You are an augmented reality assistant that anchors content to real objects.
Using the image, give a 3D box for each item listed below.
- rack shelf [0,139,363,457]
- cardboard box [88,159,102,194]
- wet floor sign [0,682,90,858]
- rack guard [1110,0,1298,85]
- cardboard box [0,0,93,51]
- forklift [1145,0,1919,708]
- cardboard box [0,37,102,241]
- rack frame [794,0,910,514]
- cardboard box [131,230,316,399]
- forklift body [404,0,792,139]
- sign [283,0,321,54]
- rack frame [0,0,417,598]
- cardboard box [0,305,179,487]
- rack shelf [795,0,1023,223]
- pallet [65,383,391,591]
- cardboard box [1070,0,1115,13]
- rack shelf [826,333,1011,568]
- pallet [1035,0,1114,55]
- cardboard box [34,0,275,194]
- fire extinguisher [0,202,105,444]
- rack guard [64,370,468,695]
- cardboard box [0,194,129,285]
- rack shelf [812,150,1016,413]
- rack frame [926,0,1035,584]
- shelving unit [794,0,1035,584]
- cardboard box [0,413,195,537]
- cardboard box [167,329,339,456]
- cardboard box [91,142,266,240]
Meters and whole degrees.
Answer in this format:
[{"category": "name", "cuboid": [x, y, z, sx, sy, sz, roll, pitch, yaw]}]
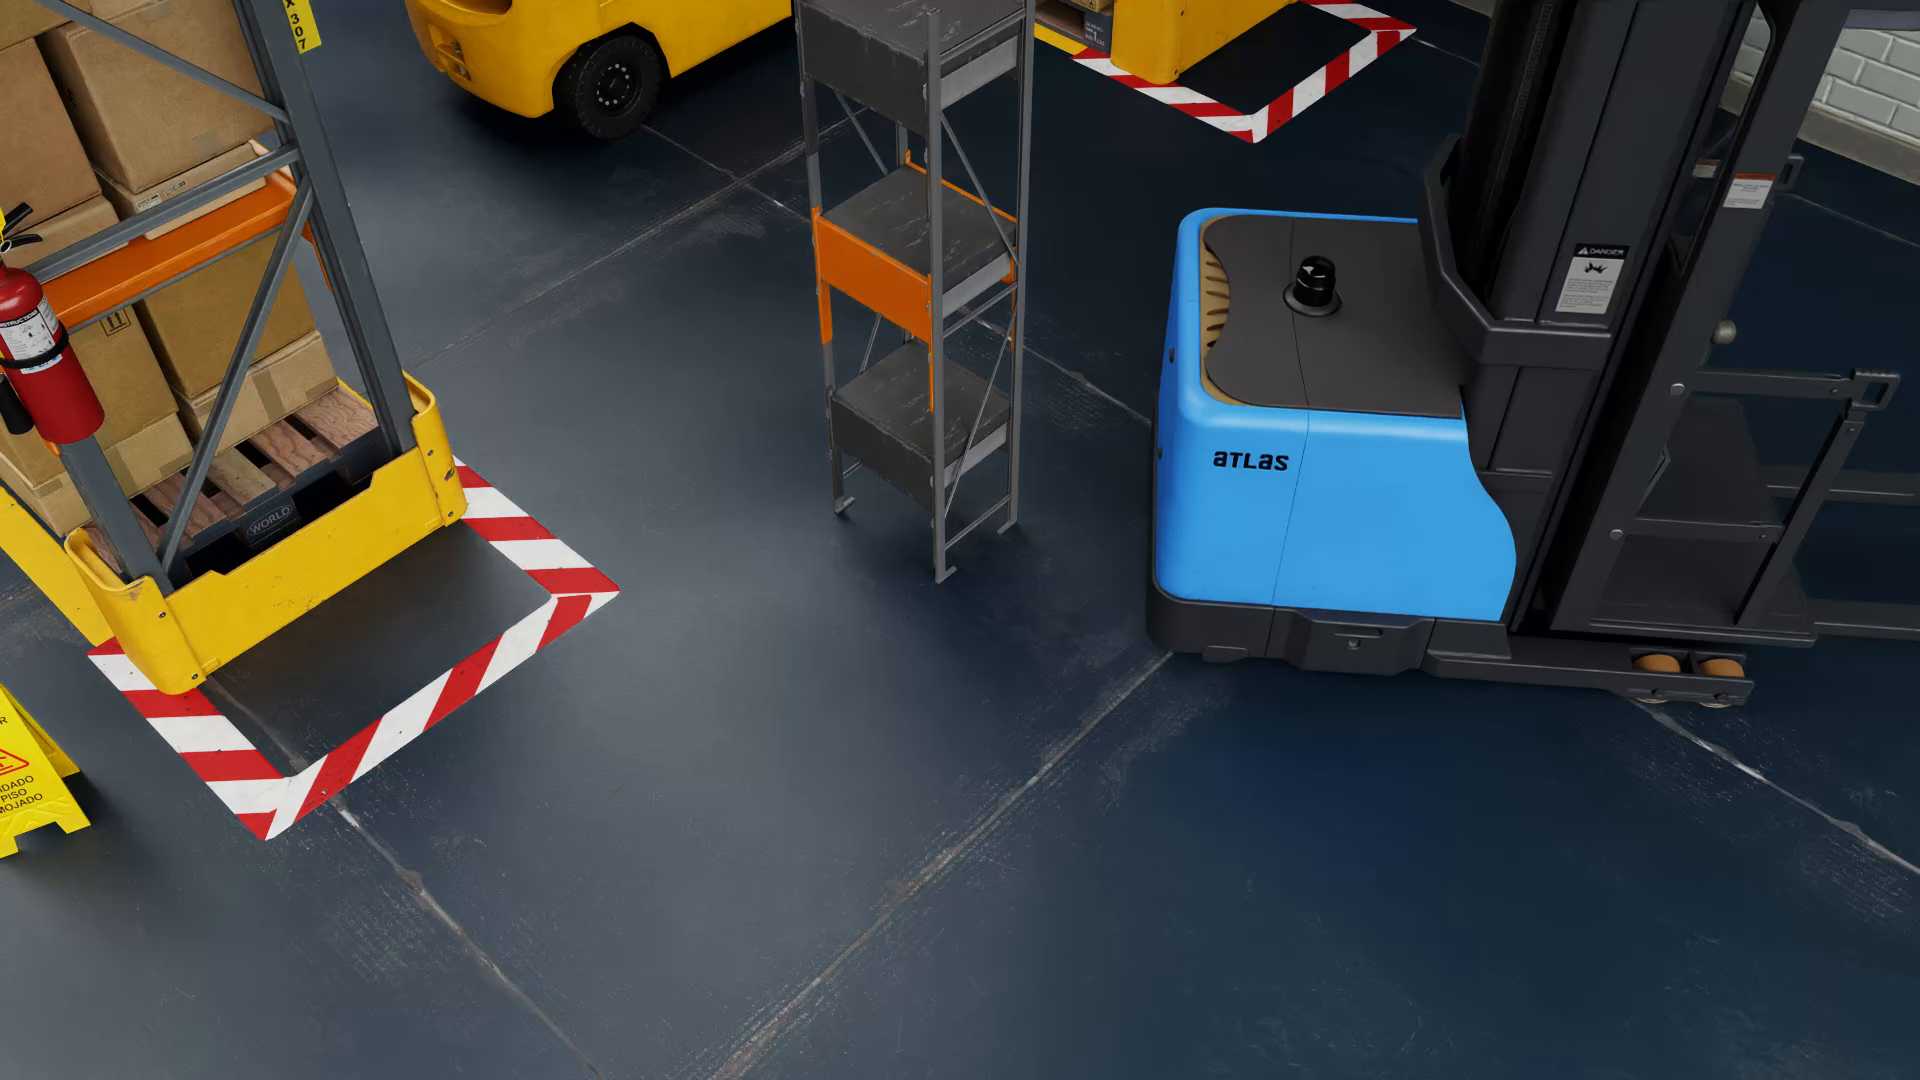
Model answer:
[{"category": "rack shelf", "cuboid": [-3.644, -1.617, 5.704, 4.000, 0.370, 1.077, 34, 55, 28]}, {"category": "cardboard box", "cuboid": [-2.479, -1.184, 4.977, 0.250, 0.149, 0.380, 35, 56, 28]}, {"category": "wet floor sign", "cuboid": [-2.760, 0.599, 4.745, 0.267, 0.644, 0.232, -21, 50, -18]}, {"category": "rack guard", "cuboid": [1.207, -2.668, 7.912, 0.348, 0.500, 1.175, 34, 55, 28]}, {"category": "cardboard box", "cuboid": [-2.698, -1.488, 4.131, 0.500, 0.500, 0.700, 33, 55, 27]}, {"category": "forklift", "cuboid": [2.149, -0.882, 4.568, 3.031, 2.935, 1.130, 4, 47, 4]}, {"category": "cardboard box", "cuboid": [-2.760, -1.131, 4.482, 0.500, 0.500, 0.500, 33, 55, 27]}, {"category": "rack frame", "cuboid": [-0.301, -0.921, 5.175, 0.015, 2.100, 0.400, 34, 55, 28]}, {"category": "cardboard box", "cuboid": [-2.597, -0.892, 5.614, 0.500, 0.500, 0.500, 32, 55, 27]}, {"category": "forklift body", "cuboid": [-1.441, -3.205, 7.284, 1.214, 2.155, 2.313, 34, 55, 28]}, {"category": "sign", "cuboid": [-1.806, -1.461, 4.471, 0.005, 0.325, 0.100, 34, 55, 28]}, {"category": "rack frame", "cuboid": [-2.174, -0.874, 4.513, 0.127, 3.000, 1.000, 34, 55, 28]}, {"category": "cardboard box", "cuboid": [-2.940, -0.590, 5.330, 0.500, 0.500, 0.500, 34, 56, 28]}, {"category": "rack shelf", "cuboid": [-0.122, -1.270, 4.561, 0.480, 0.518, 0.431, 34, 55, 28]}, {"category": "pallet", "cuboid": [-2.803, -0.378, 5.960, 1.213, 0.211, 1.003, 34, 55, 28]}, {"category": "cardboard box", "cuboid": [0.630, -2.801, 7.920, 0.500, 0.250, 0.500, 34, 56, 28]}, {"category": "rack shelf", "cuboid": [-0.122, -0.312, 5.582, 0.480, 0.518, 0.431, 34, 55, 28]}, {"category": "pallet", "cuboid": [0.599, -2.936, 8.362, 1.213, 0.211, 1.003, 34, 55, 28]}, {"category": "cardboard box", "cuboid": [-2.334, -1.393, 4.728, 0.500, 0.500, 0.500, 33, 55, 27]}, {"category": "fire extinguisher", "cuboid": [-2.403, -0.544, 4.257, 0.183, 0.674, 0.296, 34, 55, 28]}, {"category": "rack guard", "cuboid": [-2.230, -0.056, 5.460, 0.348, 0.500, 1.175, 34, 55, 28]}, {"category": "cardboard box", "cuboid": [-2.594, -0.859, 4.671, 0.250, 0.149, 0.380, 36, 56, 29]}, {"category": "rack shelf", "cuboid": [-0.122, -0.791, 5.071, 0.480, 0.518, 0.431, 34, 55, 28]}, {"category": "rack frame", "cuboid": [0.058, -0.680, 4.948, 0.015, 2.100, 0.400, 34, 55, 28]}, {"category": "shelving unit", "cuboid": [-0.122, -0.801, 5.061, 0.503, 2.100, 0.431, 34, 55, 28]}, {"category": "cardboard box", "cuboid": [-2.968, -0.344, 5.614, 0.500, 0.250, 0.500, 34, 55, 28]}, {"category": "cardboard box", "cuboid": [-2.579, -0.624, 5.876, 0.500, 0.250, 0.500, 33, 55, 27]}, {"category": "cardboard box", "cuboid": [-2.283, -1.067, 4.867, 0.250, 0.149, 0.380, 34, 55, 28]}]
